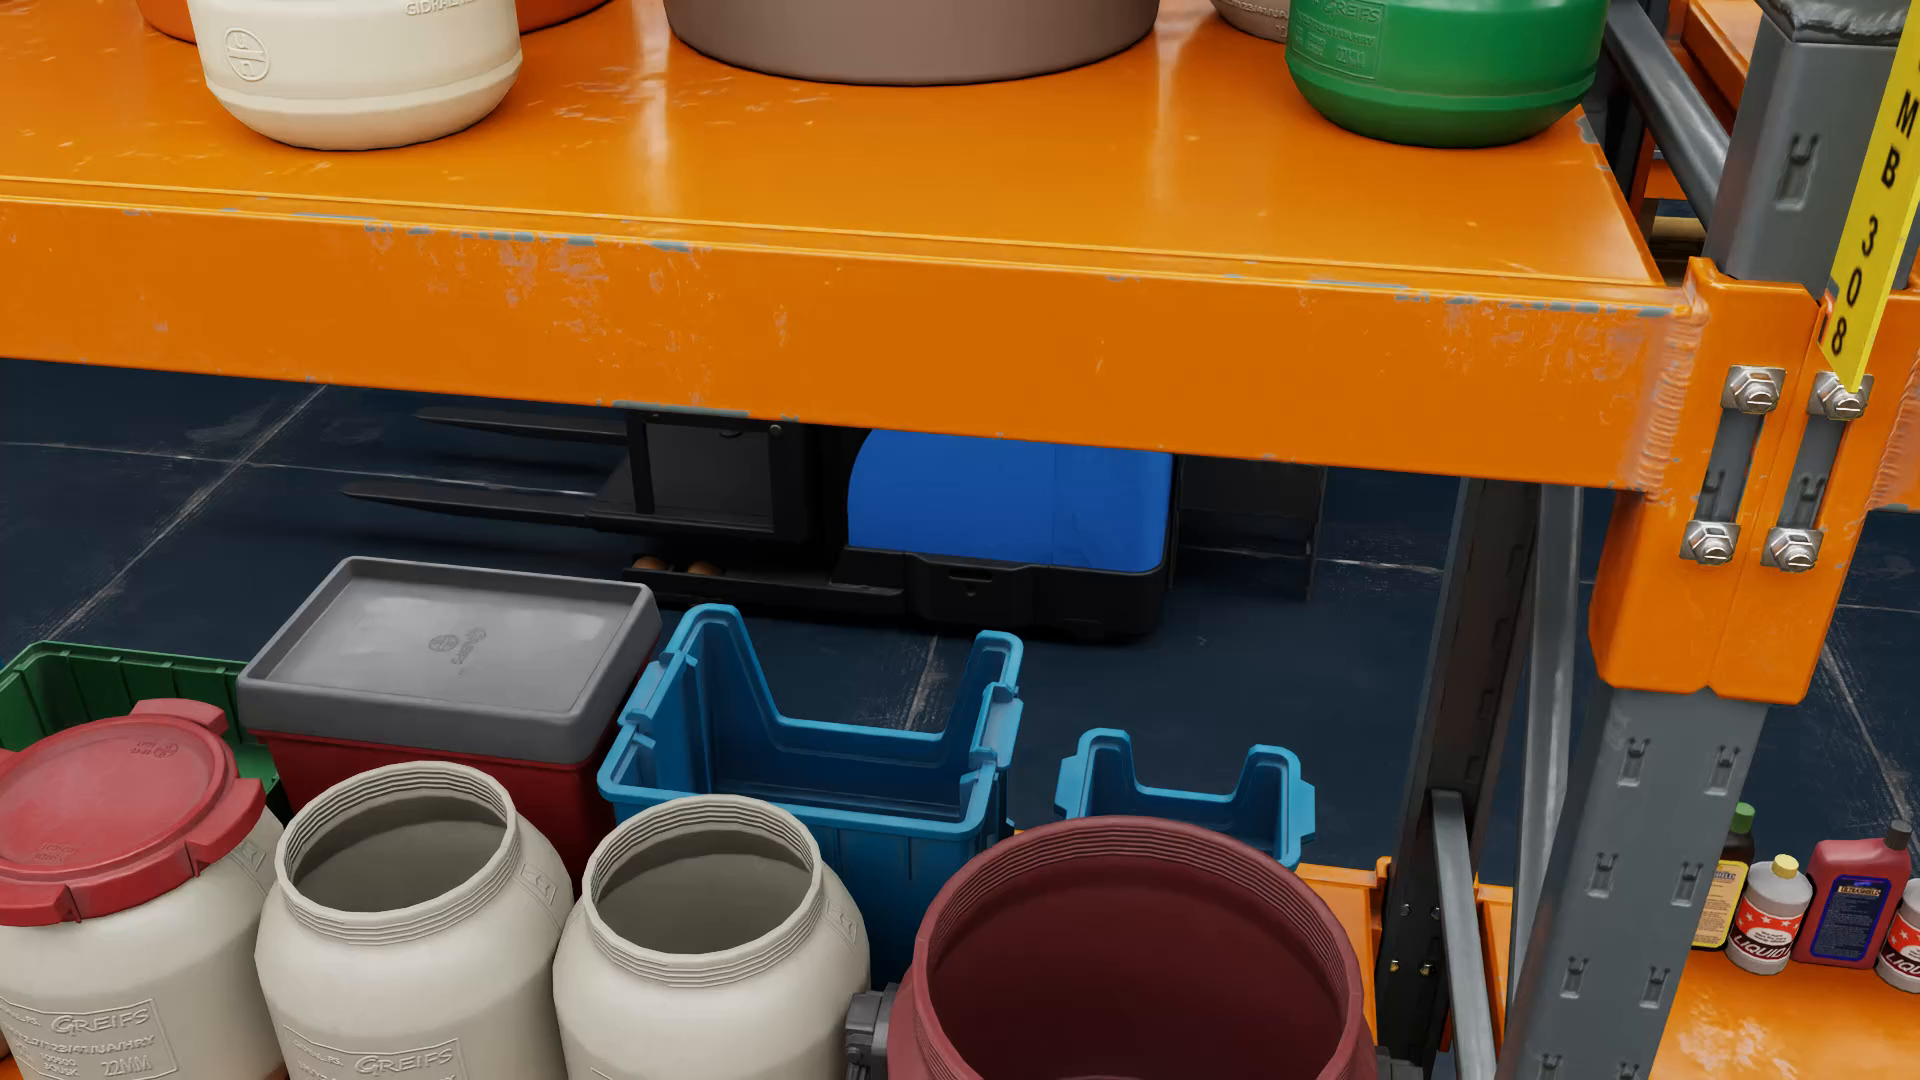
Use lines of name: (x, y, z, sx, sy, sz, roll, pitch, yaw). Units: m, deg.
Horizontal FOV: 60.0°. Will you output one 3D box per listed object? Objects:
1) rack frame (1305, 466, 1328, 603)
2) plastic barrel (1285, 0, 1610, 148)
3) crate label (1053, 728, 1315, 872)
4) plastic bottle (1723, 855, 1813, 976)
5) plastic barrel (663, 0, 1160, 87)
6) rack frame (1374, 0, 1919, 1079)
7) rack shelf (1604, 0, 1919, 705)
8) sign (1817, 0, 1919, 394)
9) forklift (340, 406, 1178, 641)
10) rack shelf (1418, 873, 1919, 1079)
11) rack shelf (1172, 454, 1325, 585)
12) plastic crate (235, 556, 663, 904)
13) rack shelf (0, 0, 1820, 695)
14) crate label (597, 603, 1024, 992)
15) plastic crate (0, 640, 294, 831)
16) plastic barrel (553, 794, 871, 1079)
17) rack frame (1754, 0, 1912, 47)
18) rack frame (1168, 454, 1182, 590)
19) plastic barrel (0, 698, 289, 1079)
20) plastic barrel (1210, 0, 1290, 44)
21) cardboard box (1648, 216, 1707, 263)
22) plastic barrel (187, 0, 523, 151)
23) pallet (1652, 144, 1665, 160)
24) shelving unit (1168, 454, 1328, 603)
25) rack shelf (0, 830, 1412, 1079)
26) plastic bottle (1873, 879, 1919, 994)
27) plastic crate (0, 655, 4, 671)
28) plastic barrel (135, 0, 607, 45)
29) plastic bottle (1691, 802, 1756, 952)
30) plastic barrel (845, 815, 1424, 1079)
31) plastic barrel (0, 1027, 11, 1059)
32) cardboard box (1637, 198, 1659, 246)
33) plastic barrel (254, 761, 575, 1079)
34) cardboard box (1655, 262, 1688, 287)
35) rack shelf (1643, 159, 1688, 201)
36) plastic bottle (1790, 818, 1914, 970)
rack frame: (1.268, -0.773, 5.505, 0.015, 2.100, 0.400, 5, 32, 8)
plastic barrel: (0.466, -0.527, 1.584, 0.294, 0.245, 0.294, 0, 32, 0)
crate label: (0.366, 0.511, 2.764, 0.416, 0.233, 0.303, 5, 32, 8)
plastic bottle: (1.299, 0.591, 2.666, 0.097, 0.201, 0.097, 0, 32, 0)
plastic barrel: (-0.055, -0.997, 1.716, 0.600, 0.901, 0.600, 0, 32, 0)
rack frame: (0.718, 0.674, 2.346, 0.127, 3.000, 1.000, 5, 32, 8)
rack shelf: (2.689, -0.114, 1.456, 4.000, 0.370, 1.077, 5, 32, 8)
sign: (0.632, -0.265, 1.117, 0.005, 0.325, 0.100, 5, 32, 8)
forklift: (-0.734, -1.266, 5.510, 3.031, 2.935, 1.130, 5, 32, 8)
rack shelf: (2.689, 1.157, 2.252, 4.000, 0.370, 1.077, 5, 32, 8)
rack shelf: (1.027, -0.190, 5.919, 0.480, 0.518, 0.431, 5, 32, 8)
plastic crate: (-0.824, 0.343, 2.815, 0.583, 0.464, 0.402, 5, 32, 8)
rack shelf: (-1.254, -0.471, 2.026, 4.000, 0.370, 1.077, 5, 32, 8)
crate label: (-0.216, 0.429, 2.704, 0.616, 0.435, 0.502, 5, 32, 8)
plastic crate: (-1.461, 0.415, 2.960, 0.662, 0.188, 0.450, 5, 32, 8)
plastic barrel: (-0.332, 0.647, 2.285, 0.421, 0.512, 0.421, 0, 32, 0)
rack frame: (0.718, -1.869, 0.754, 0.127, 3.000, 1.000, 5, 32, 8)
rack frame: (0.787, -0.817, 5.576, 0.015, 2.100, 0.400, 5, 32, 8)
plastic barrel: (-1.169, 0.564, 2.394, 0.433, 0.535, 0.433, 0, 32, 0)
plastic barrel: (0.463, -0.833, 1.821, 0.421, 0.512, 0.421, 0, 32, 0)
cardboard box: (3.026, -1.036, 7.019, 0.500, 0.500, 0.500, 4, 32, 6)
plastic barrel: (-0.575, -0.530, 1.573, 0.301, 0.262, 0.301, 0, 32, 0)
pallet: (2.235, -1.811, 6.497, 1.003, 0.211, 1.213, 5, 32, 8)
shelving unit: (1.027, -0.795, 5.541, 0.503, 2.100, 0.431, 5, 32, 8)
rack shelf: (-1.254, 0.800, 2.822, 4.000, 0.370, 1.077, 5, 32, 8)
plastic bottle: (1.526, 0.612, 2.633, 0.097, 0.201, 0.097, 0, 32, 0)
plastic crate: (-2.085, 0.260, 3.023, 0.575, 0.384, 0.392, 5, 32, 8)
plastic barrel: (-0.700, -1.025, 1.828, 0.708, 0.830, 0.600, 5, 32, 8)
plastic bottle: (1.188, 0.536, 2.676, 0.133, 0.283, 0.061, 5, 32, 8)
plastic barrel: (0.209, 0.733, 2.123, 0.708, 0.536, 0.600, 5, 32, 8)
plastic barrel: (-1.596, 0.525, 2.456, 0.433, 0.535, 0.433, 0, 32, 0)
cardboard box: (2.572, -1.398, 6.890, 0.500, 0.250, 0.500, 6, 33, 10)
plastic barrel: (-0.747, 0.609, 2.345, 0.421, 0.512, 0.421, 0, 32, 0)
cardboard box: (2.966, -0.762, 6.581, 0.500, 0.500, 0.500, 5, 32, 8)
rack shelf: (3.526, -1.433, 6.390, 4.000, 0.370, 1.077, 5, 32, 8)
plastic bottle: (1.416, 0.557, 2.643, 0.133, 0.283, 0.061, 5, 32, 8)
